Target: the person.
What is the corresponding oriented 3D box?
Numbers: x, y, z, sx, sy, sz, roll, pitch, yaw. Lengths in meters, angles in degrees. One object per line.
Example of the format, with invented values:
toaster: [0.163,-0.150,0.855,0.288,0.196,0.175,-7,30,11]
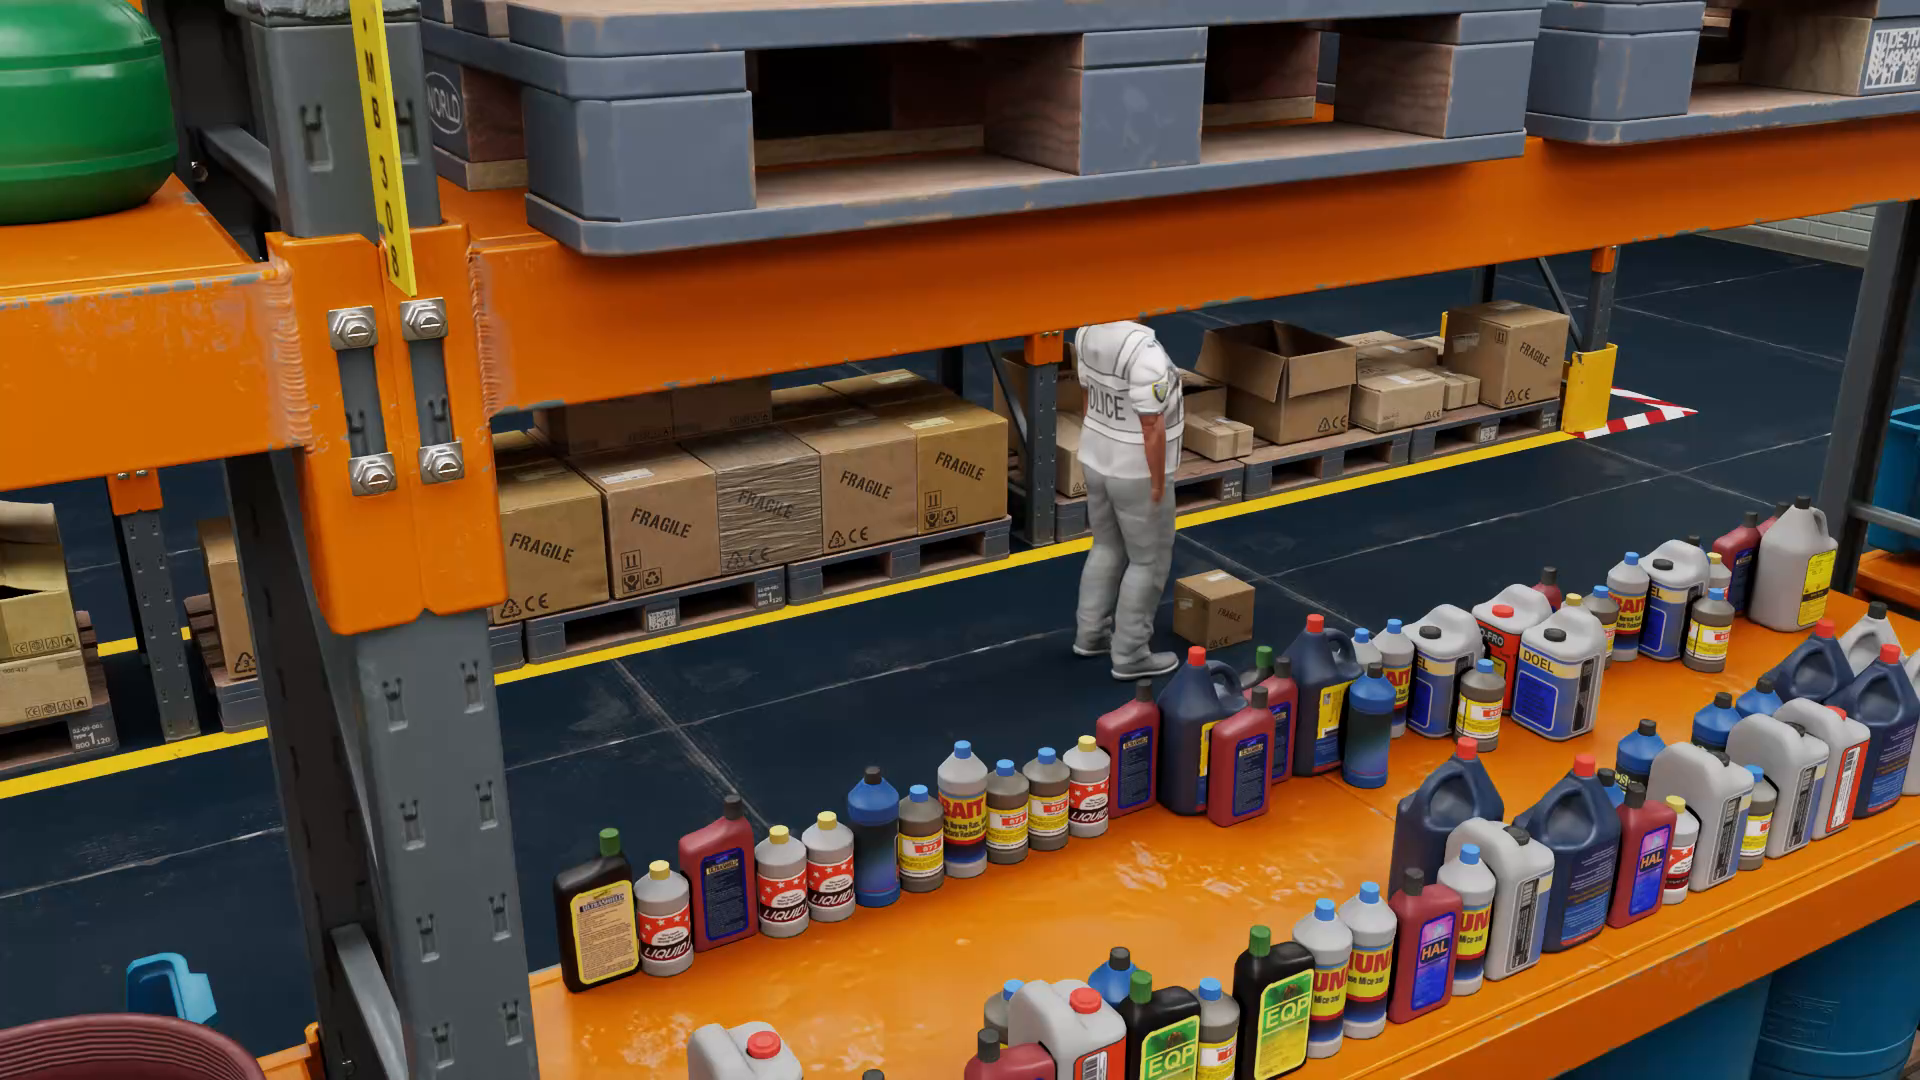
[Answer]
person: [0.696,-0.292,6.847,0.393,1.757,0.529,-12,24,-27]
